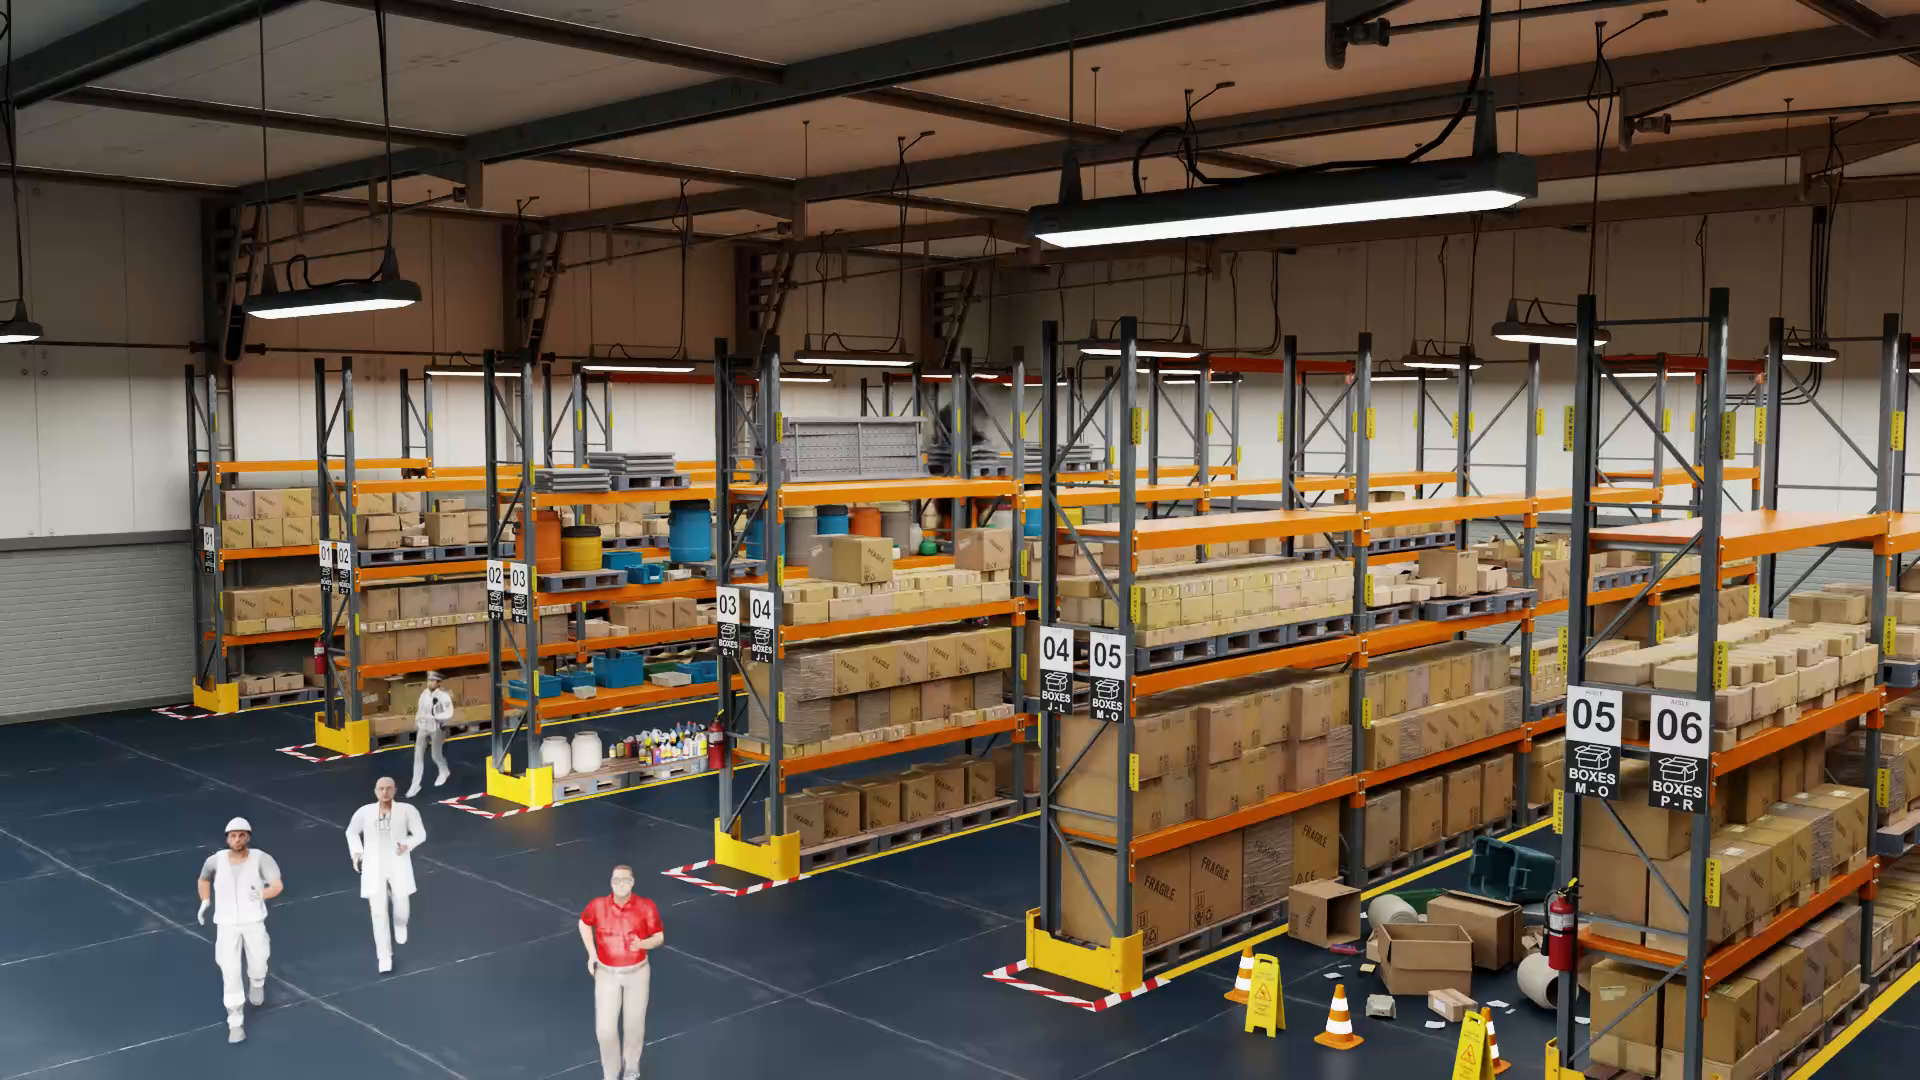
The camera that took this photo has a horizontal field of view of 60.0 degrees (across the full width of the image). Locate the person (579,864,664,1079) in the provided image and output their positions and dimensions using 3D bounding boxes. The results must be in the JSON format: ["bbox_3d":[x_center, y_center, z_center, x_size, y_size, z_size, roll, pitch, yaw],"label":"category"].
[{"bbox_3d":[-2.557,3.355,12.589,0.637,1.790,0.725,-1,4,-12],"label":"person"}]

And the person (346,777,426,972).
[{"bbox_3d":[-5.391,3.094,15.629,0.720,1.747,0.917,-1,5,-17],"label":"person"}]

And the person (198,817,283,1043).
[{"bbox_3d":[-6.010,3.196,13.900,0.665,1.768,0.985,-2,5,-20],"label":"person"}]

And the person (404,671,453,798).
[{"bbox_3d":[-7.127,2.610,22.623,0.633,1.723,0.845,1,5,17],"label":"person"}]
